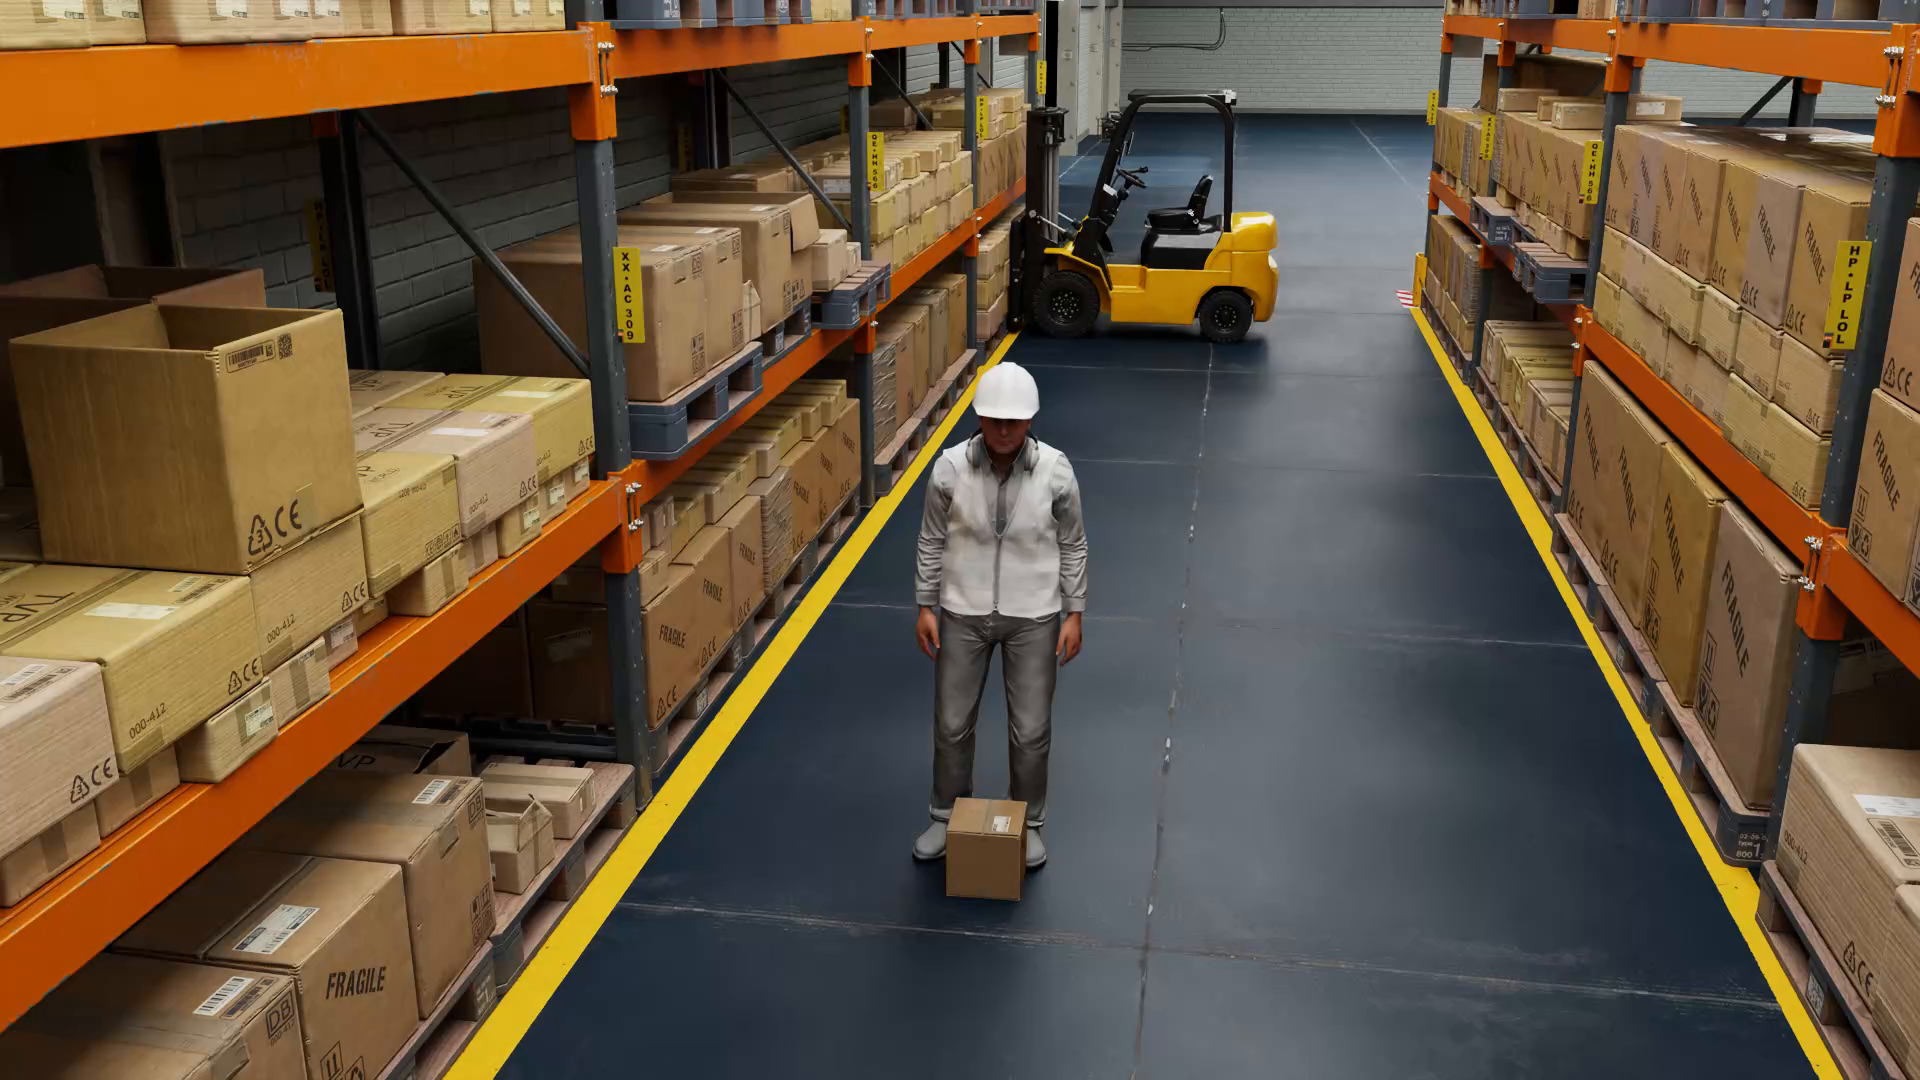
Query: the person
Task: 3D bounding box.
[{"bbox_3d":[0.137,0.255,5.711,0.593,1.773,0.457,2,18,6],"label":"person"}]
